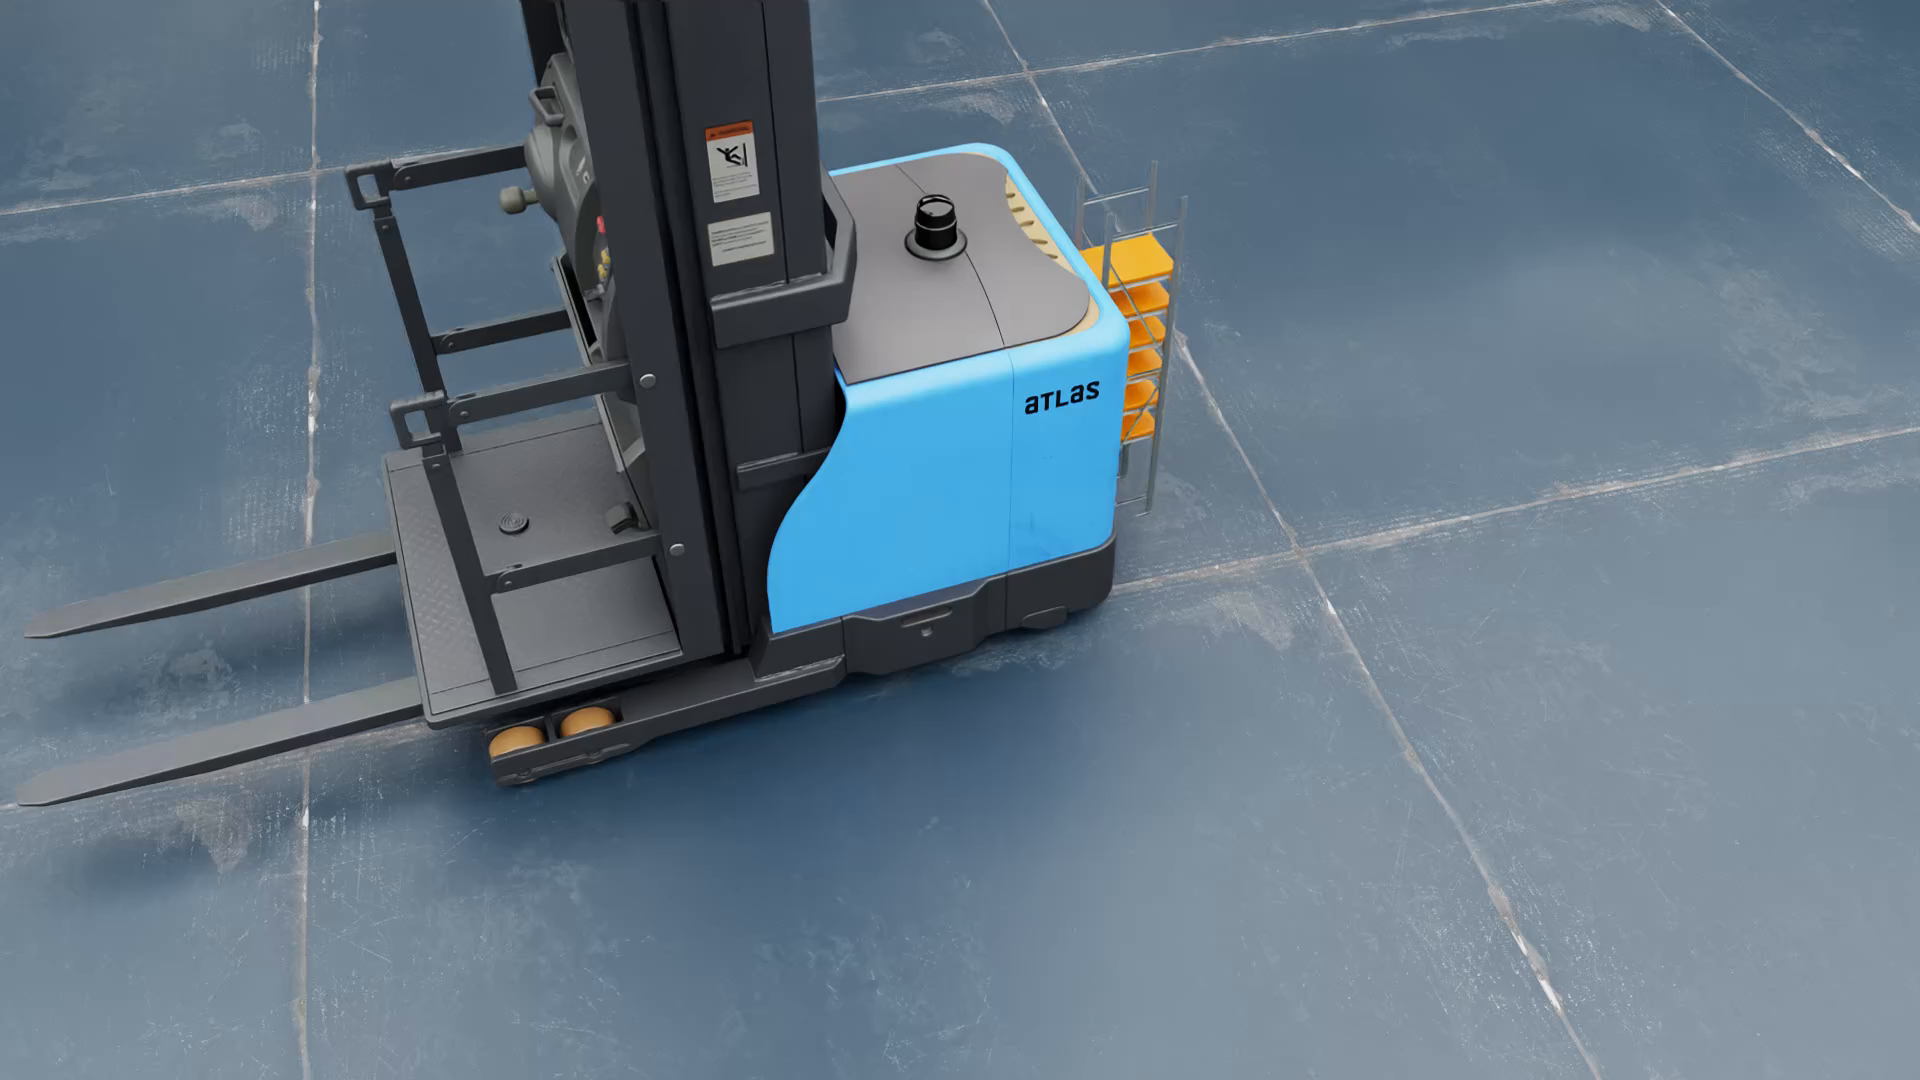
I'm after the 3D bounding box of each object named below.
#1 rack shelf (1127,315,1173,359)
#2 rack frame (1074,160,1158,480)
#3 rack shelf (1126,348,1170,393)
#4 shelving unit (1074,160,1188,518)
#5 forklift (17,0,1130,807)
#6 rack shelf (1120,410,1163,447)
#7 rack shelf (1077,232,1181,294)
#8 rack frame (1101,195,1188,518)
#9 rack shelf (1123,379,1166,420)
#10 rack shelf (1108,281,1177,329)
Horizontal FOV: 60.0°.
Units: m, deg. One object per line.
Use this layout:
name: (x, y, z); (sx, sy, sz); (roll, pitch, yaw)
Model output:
rack shelf: (0.468, -0.589, 4.882); (0.258, 0.103, 0.180); (-16, 48, -15)
rack frame: (0.435, -0.597, 4.995); (0.240, 1.200, 0.006); (-16, 48, -15)
rack shelf: (0.468, -0.505, 4.967); (0.258, 0.103, 0.180); (-16, 48, -15)
shelving unit: (0.468, -0.537, 4.936); (0.258, 1.200, 0.189); (-16, 48, -15)
forklift: (-1.114, -0.782, 3.964); (3.031, 2.935, 1.130); (-15, 47, -14)
rack shelf: (0.468, -0.337, 5.139); (0.258, 0.103, 0.180); (-16, 48, -15)
rack shelf: (0.468, -0.757, 4.710); (0.258, 0.103, 0.180); (-16, 48, -15)
rack frame: (0.501, -0.476, 4.876); (0.240, 1.200, 0.006); (-16, 48, -15)
rack shelf: (0.468, -0.421, 5.053); (0.258, 0.103, 0.180); (-16, 48, -15)
rack shelf: (0.468, -0.673, 4.796); (0.258, 0.103, 0.180); (-16, 48, -15)
